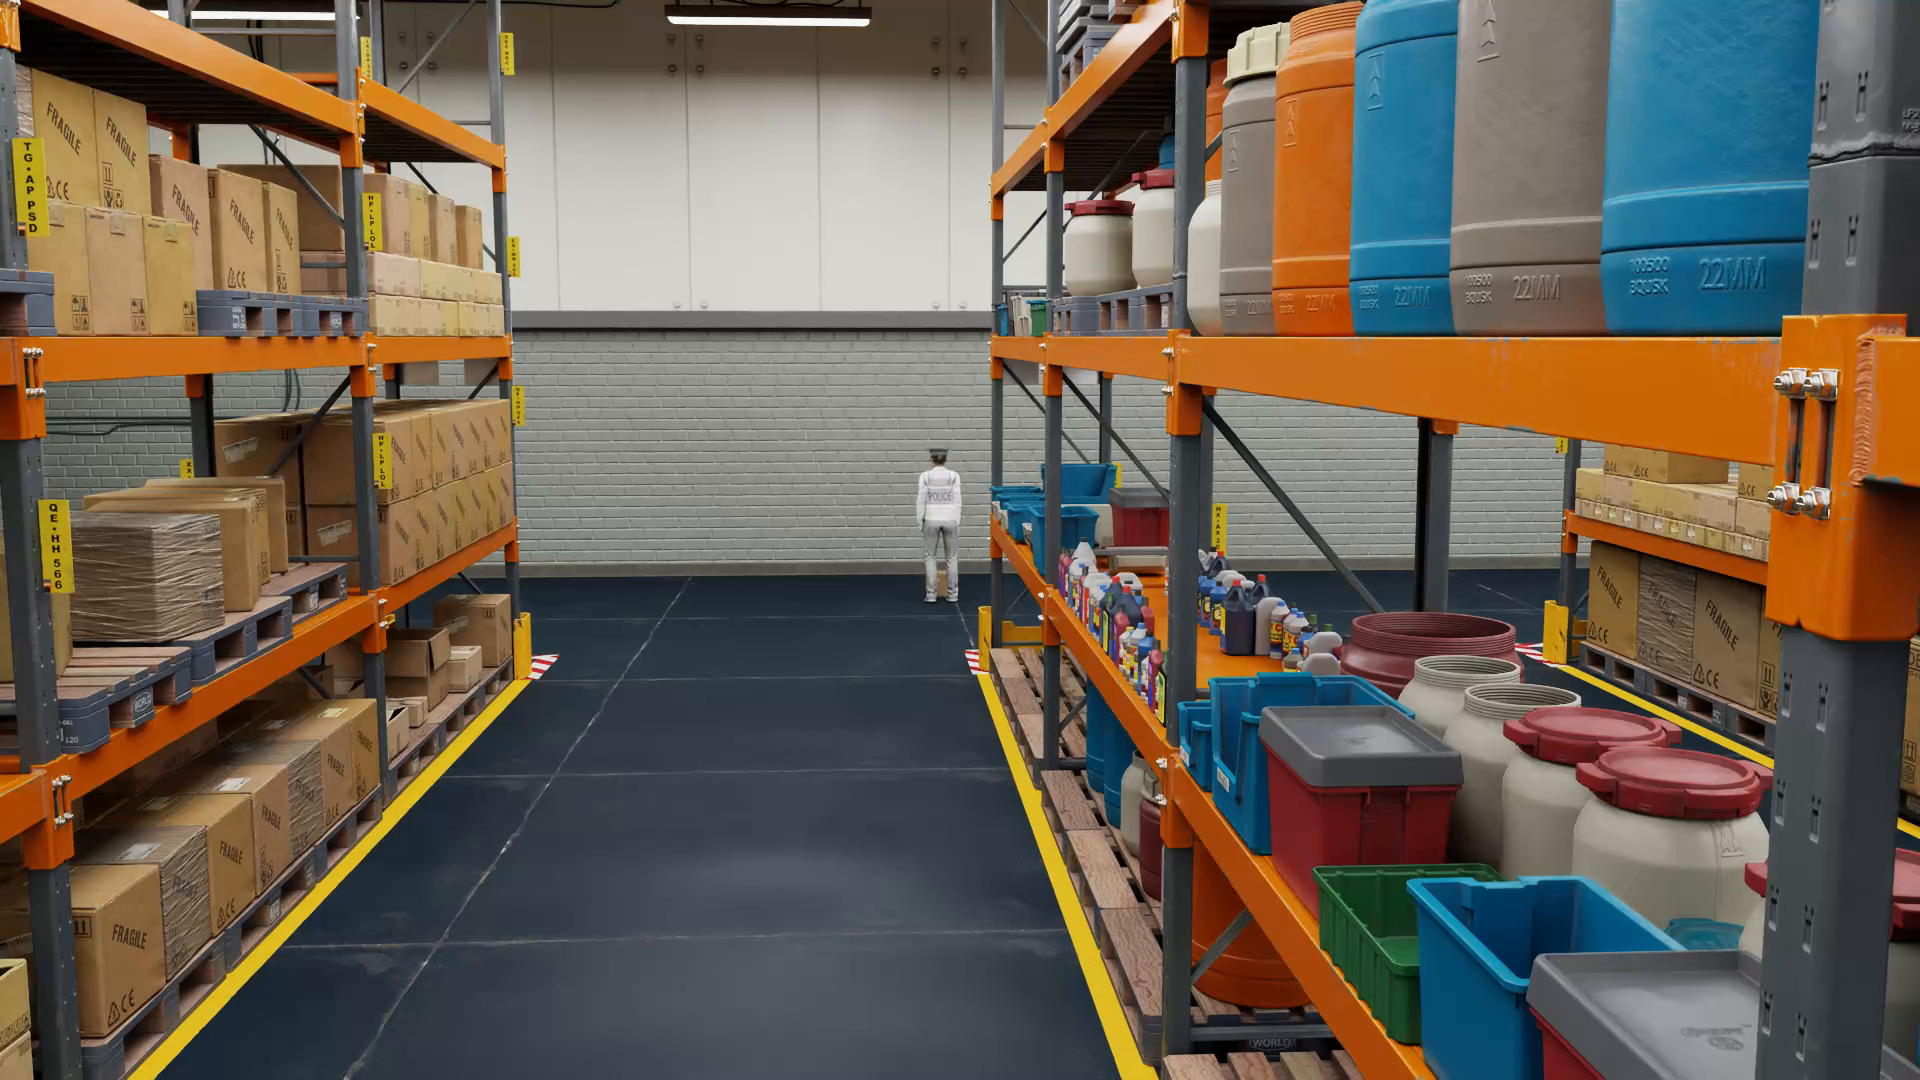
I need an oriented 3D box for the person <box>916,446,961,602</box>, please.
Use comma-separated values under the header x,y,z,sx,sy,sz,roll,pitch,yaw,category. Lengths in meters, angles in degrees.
x,y,z,sx,sy,sz,roll,pitch,yaw,category
-0.225,-0.160,17.621,0.476,1.659,0.338,0,7,-3,person
